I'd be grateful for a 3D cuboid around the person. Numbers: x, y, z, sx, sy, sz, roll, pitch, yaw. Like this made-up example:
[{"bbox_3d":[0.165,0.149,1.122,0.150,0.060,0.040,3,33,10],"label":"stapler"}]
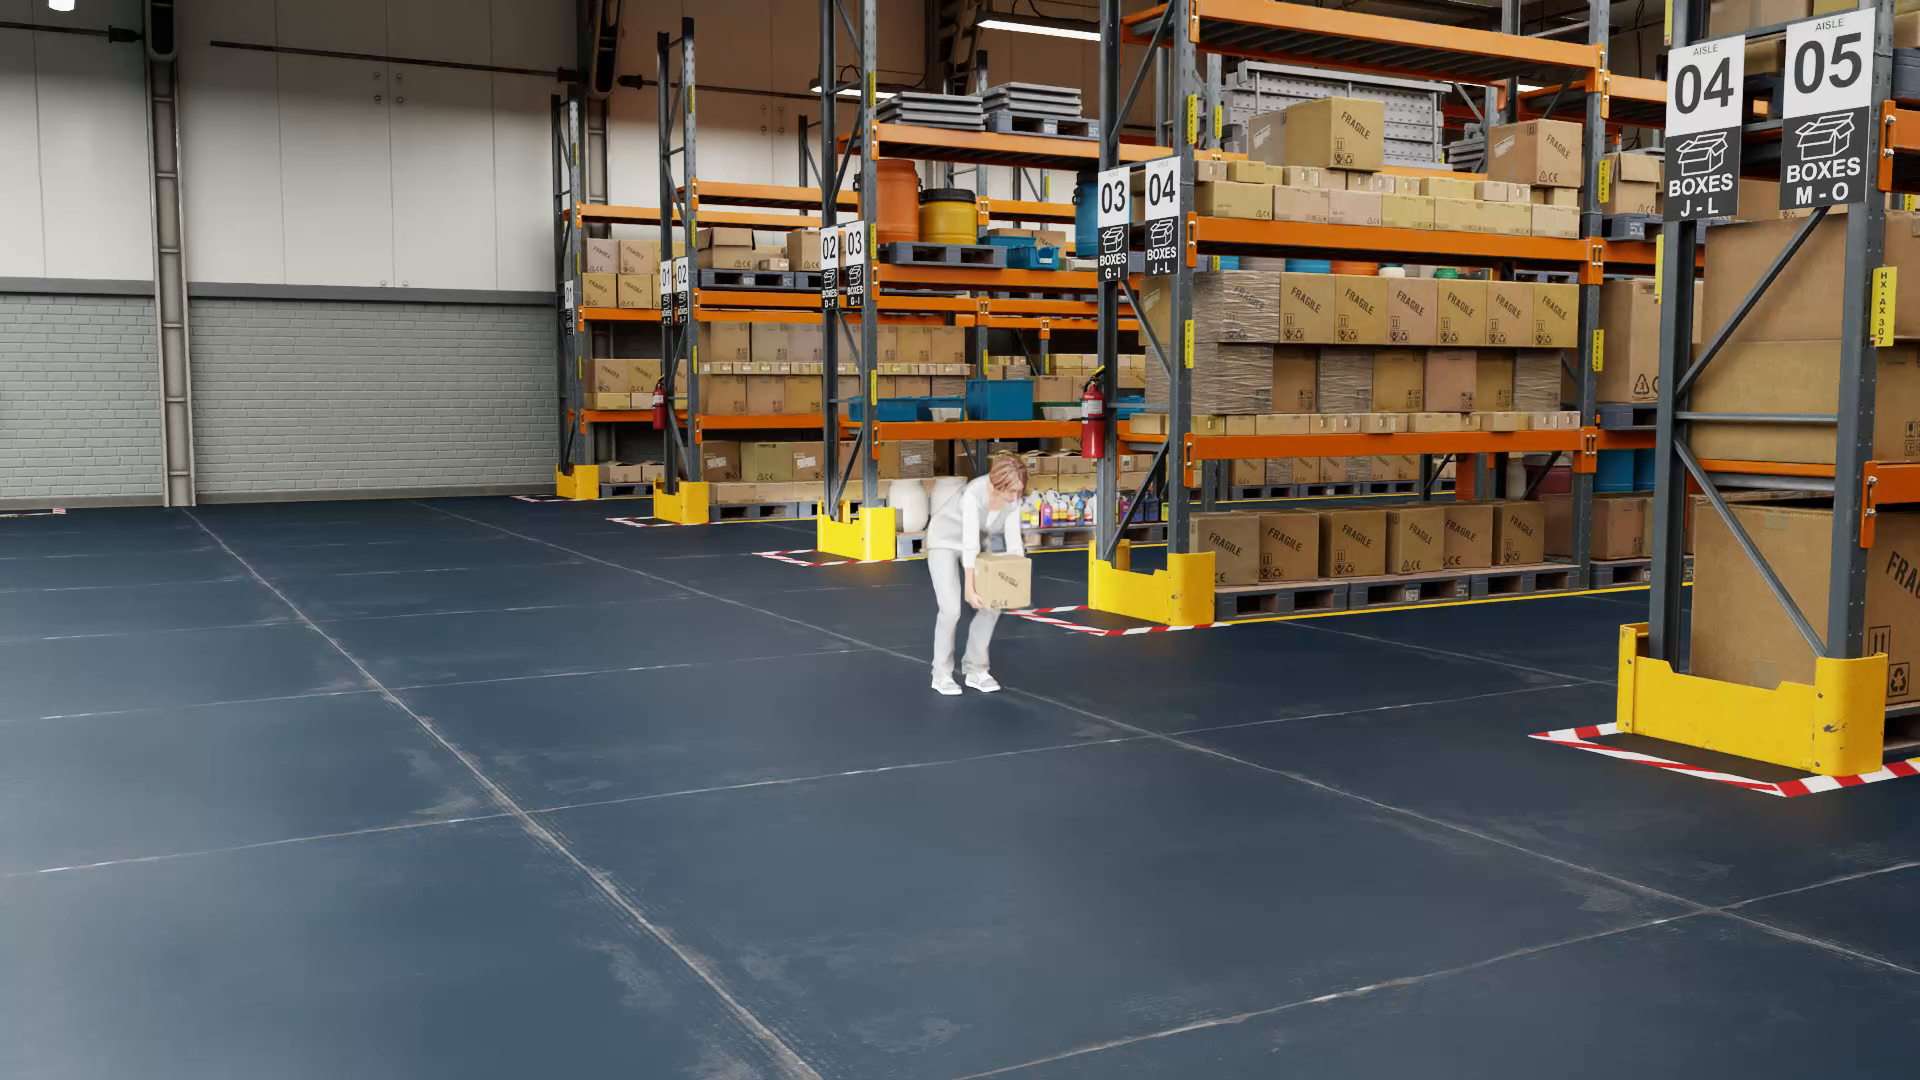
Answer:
[{"bbox_3d":[0.108,0.199,8.814,0.385,1.278,0.780,-3,6,-30],"label":"person"}]
